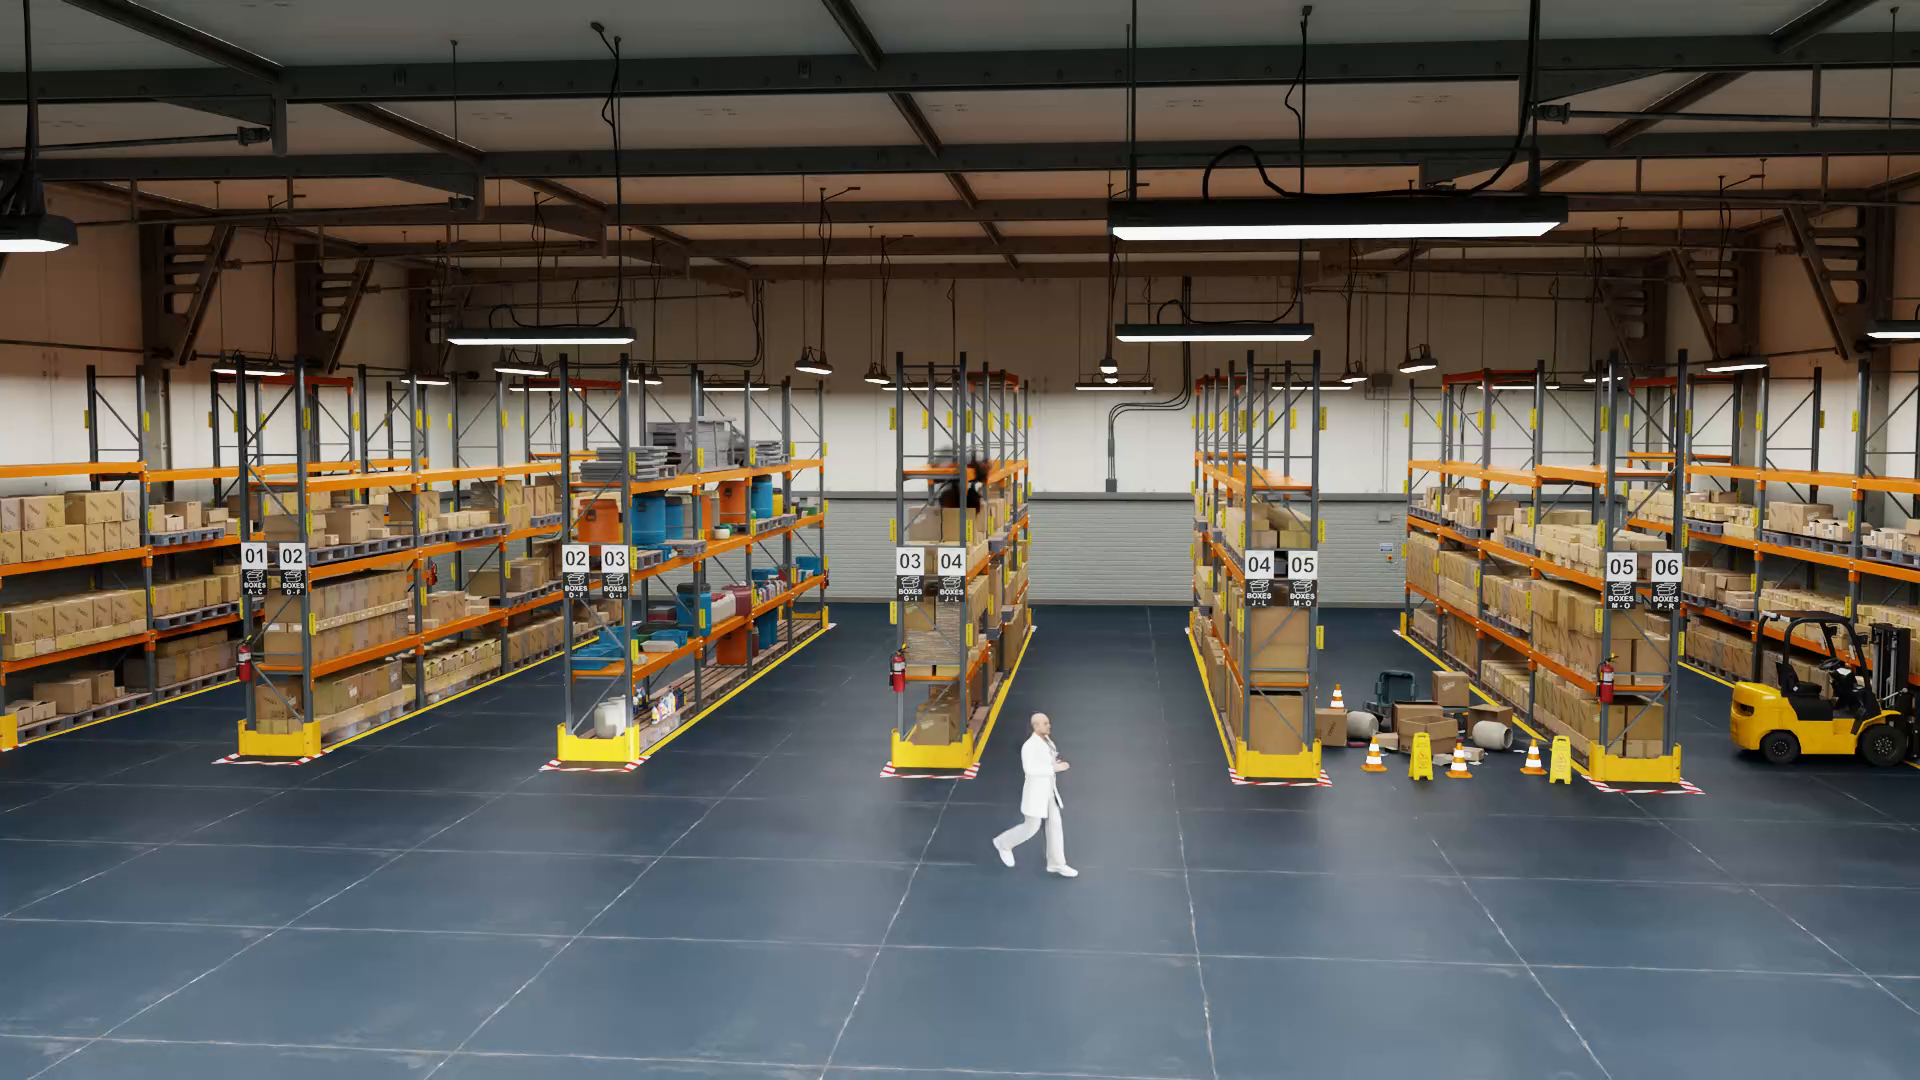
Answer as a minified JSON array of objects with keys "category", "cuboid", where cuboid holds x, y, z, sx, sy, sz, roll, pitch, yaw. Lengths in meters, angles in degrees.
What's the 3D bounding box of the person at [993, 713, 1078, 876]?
[{"category":"person","cuboid":[0.841,2.889,18.370,1.001,1.563,0.713,2,5,30]}]
